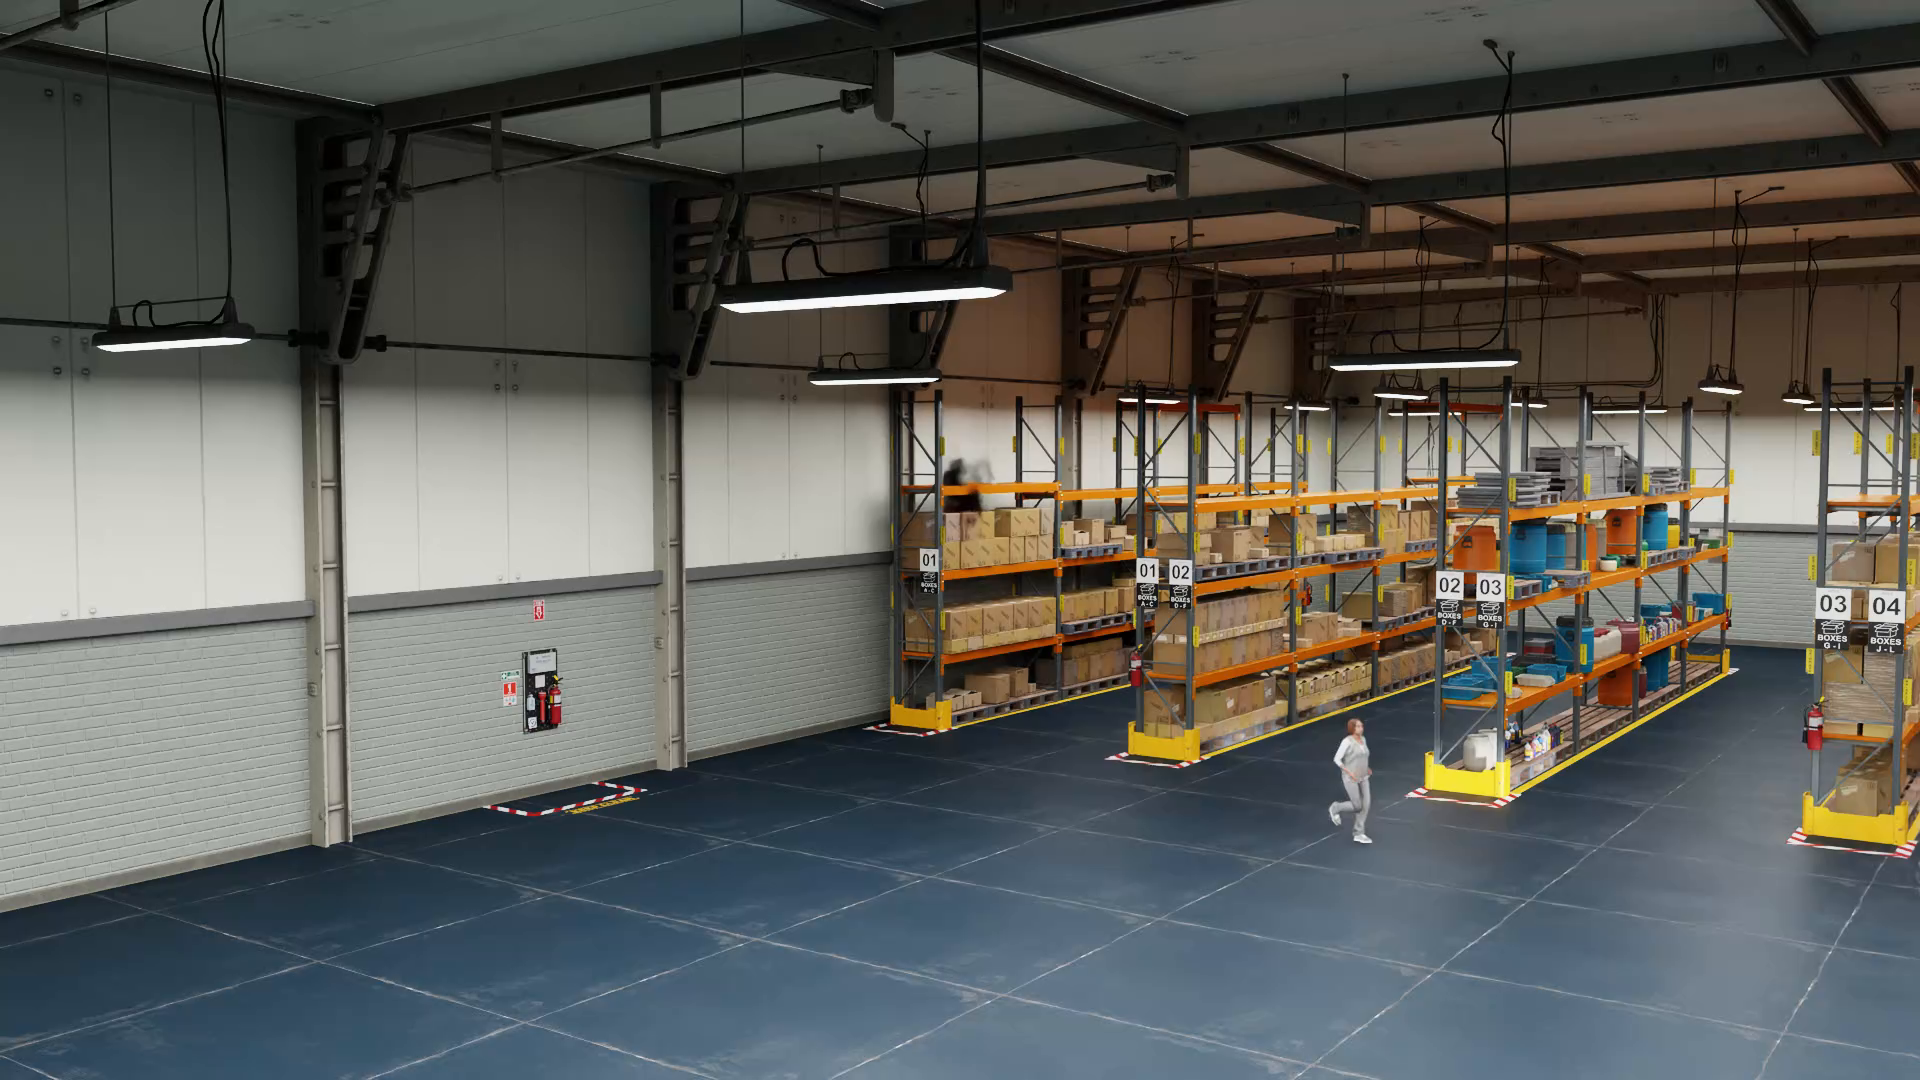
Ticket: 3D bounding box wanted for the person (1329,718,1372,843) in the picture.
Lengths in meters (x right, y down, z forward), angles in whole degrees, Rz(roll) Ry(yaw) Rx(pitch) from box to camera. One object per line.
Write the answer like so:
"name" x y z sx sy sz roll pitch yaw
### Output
"person" 4.996 3.030 21.114 0.554 1.552 0.679 -2 4 -34
